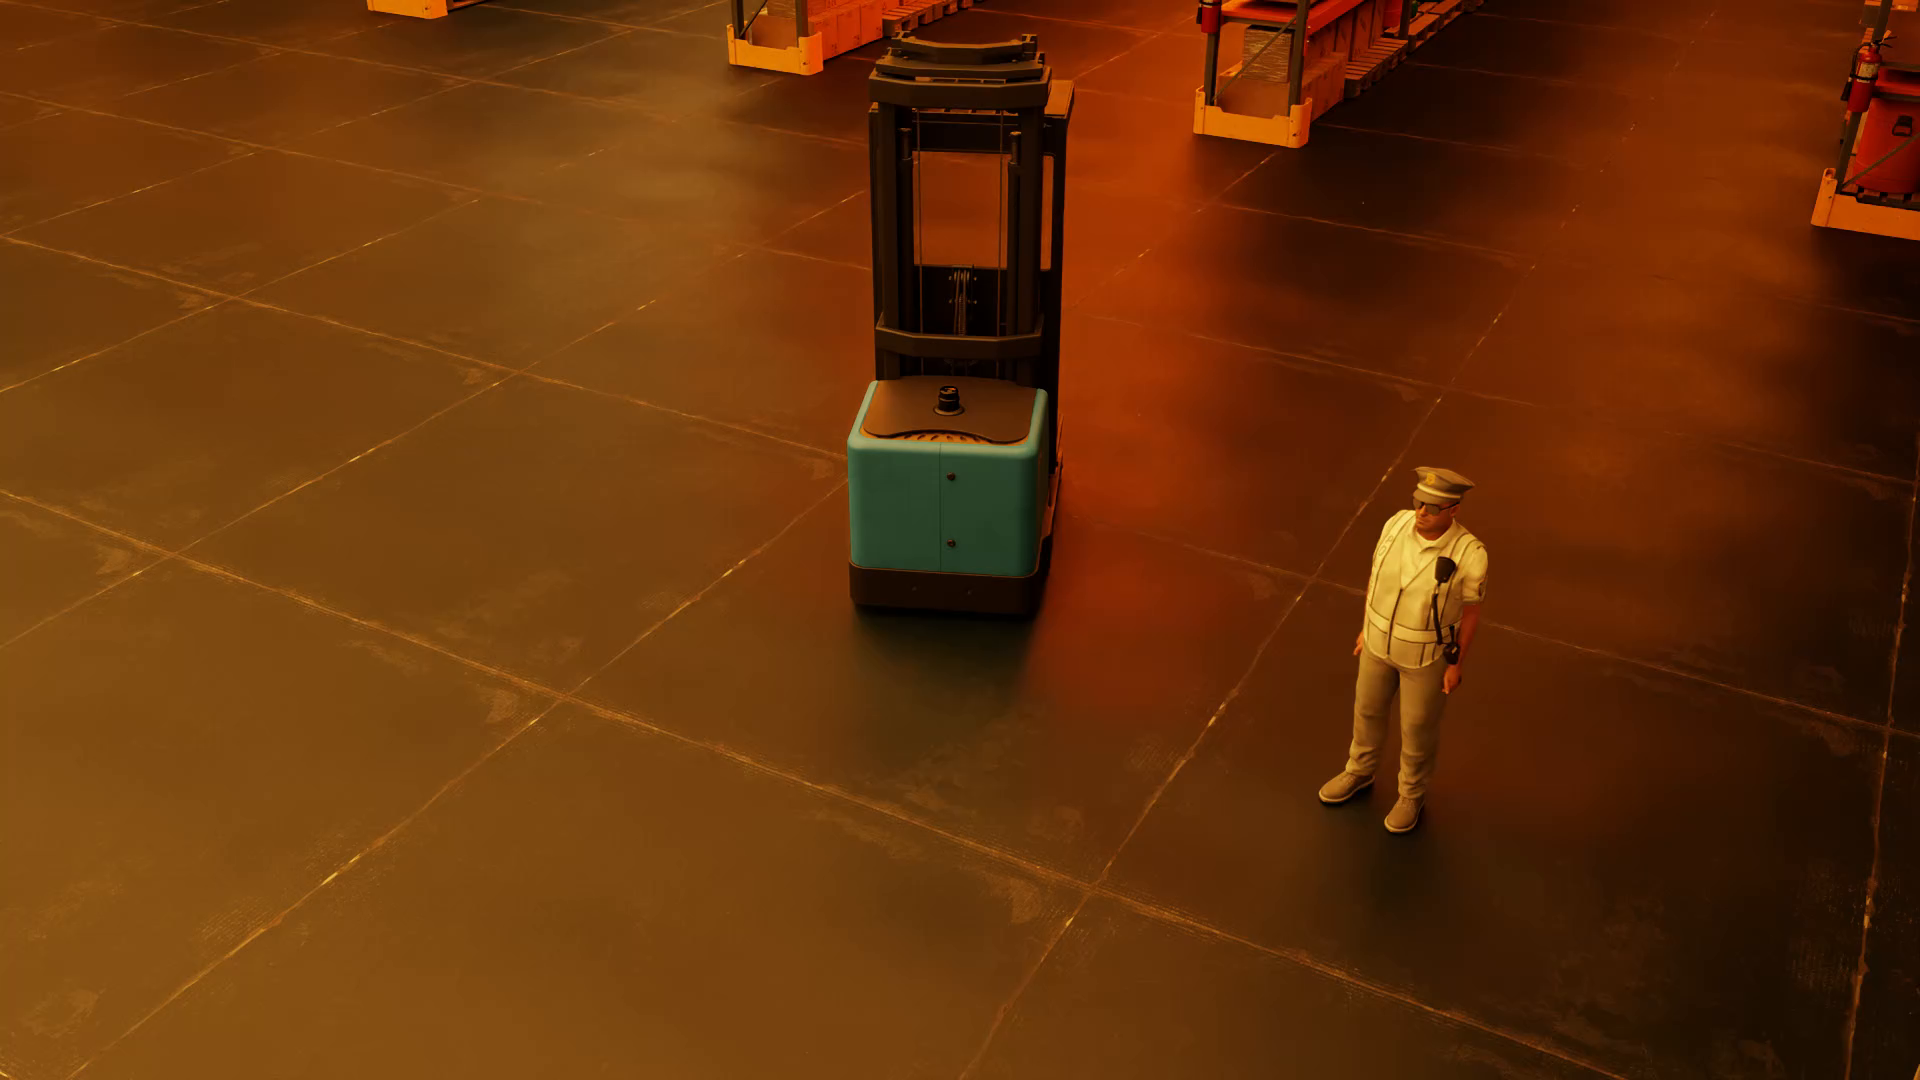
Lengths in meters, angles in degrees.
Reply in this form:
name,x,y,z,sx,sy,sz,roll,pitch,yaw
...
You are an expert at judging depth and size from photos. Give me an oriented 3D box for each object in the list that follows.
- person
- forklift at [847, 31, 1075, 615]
name,x,y,z,sx,sy,sz,roll,pitch,yaw
person,2.003,0.471,7.415,0.523,1.775,0.410,24,38,35
forklift,0.072,-1.572,9.794,1.130,2.935,3.031,3,30,6
